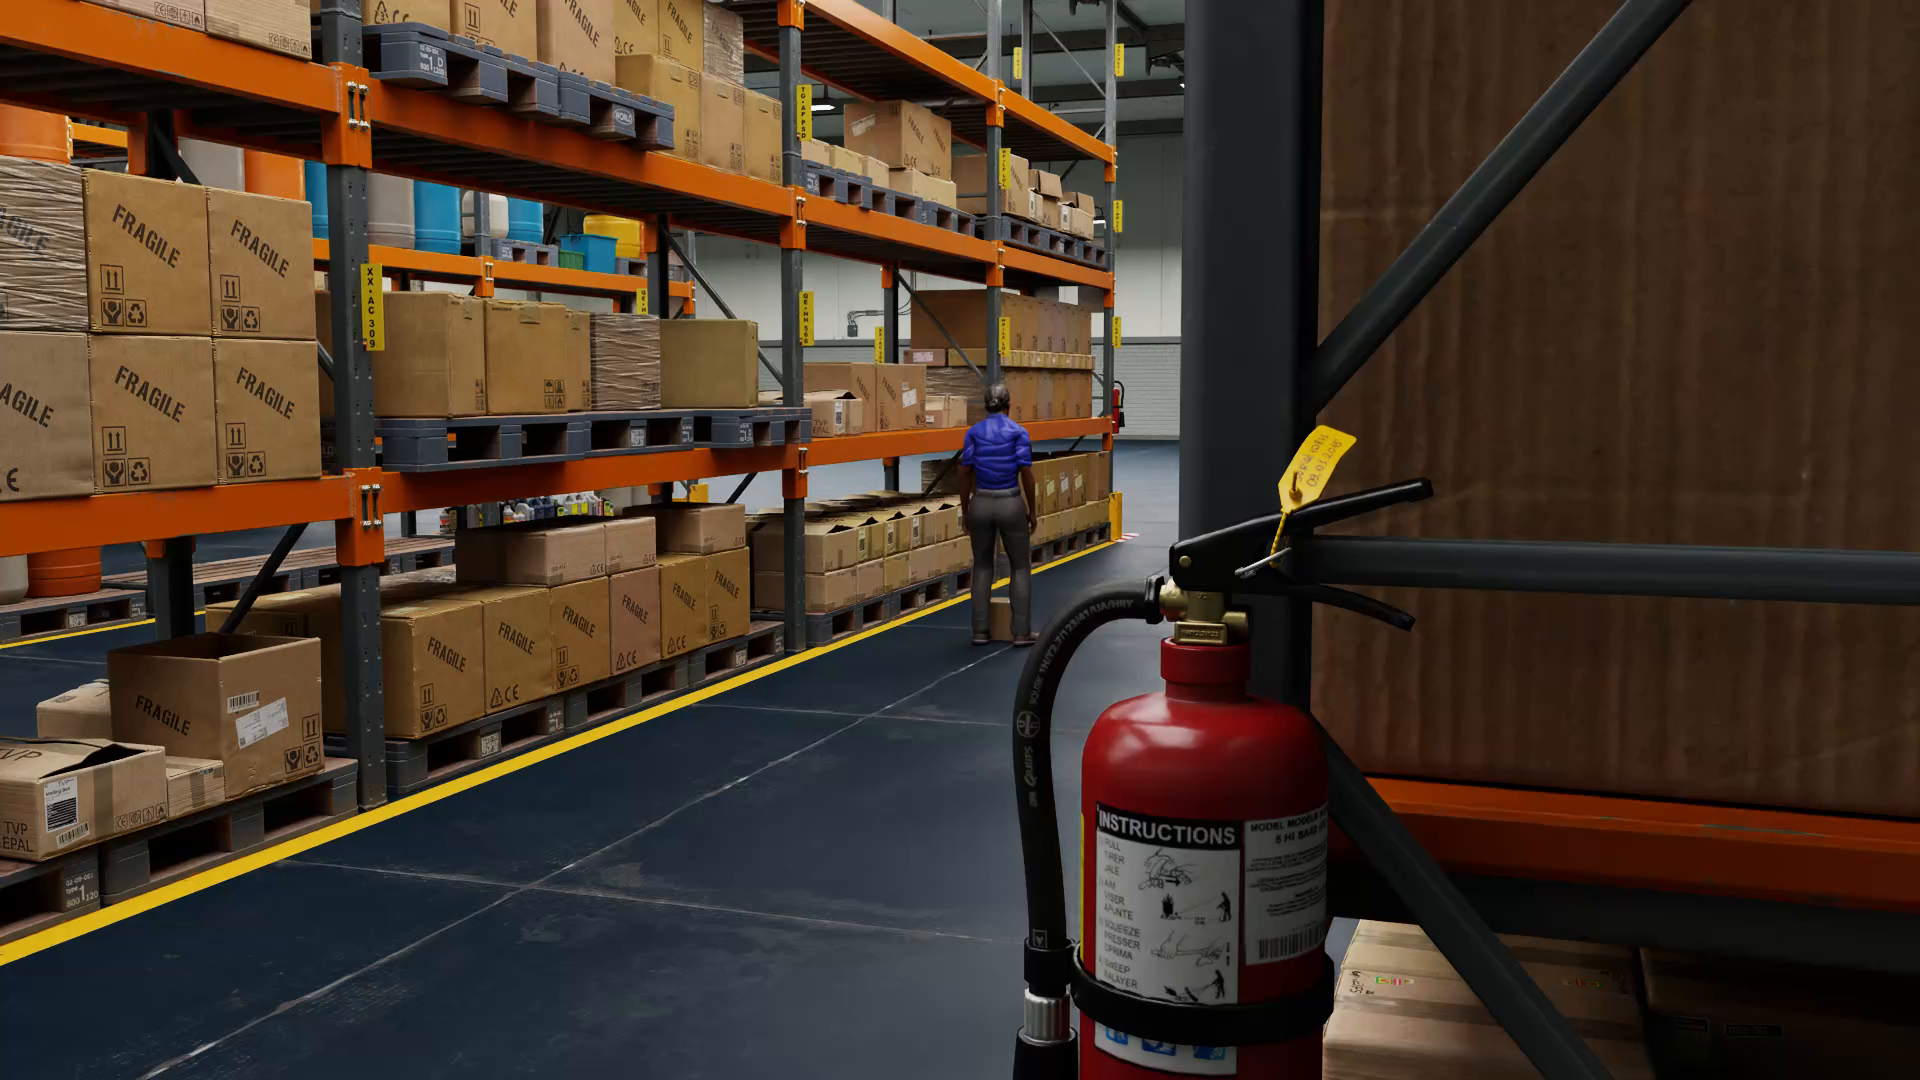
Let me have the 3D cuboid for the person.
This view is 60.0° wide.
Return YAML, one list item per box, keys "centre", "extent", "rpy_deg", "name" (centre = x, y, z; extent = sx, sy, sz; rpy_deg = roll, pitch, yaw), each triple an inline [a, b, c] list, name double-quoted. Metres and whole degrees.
- centre: [0.255, -0.162, 10.518]
  extent: [0.519, 1.653, 0.349]
  rpy_deg: [1, 6, 15]
  name: "person"
